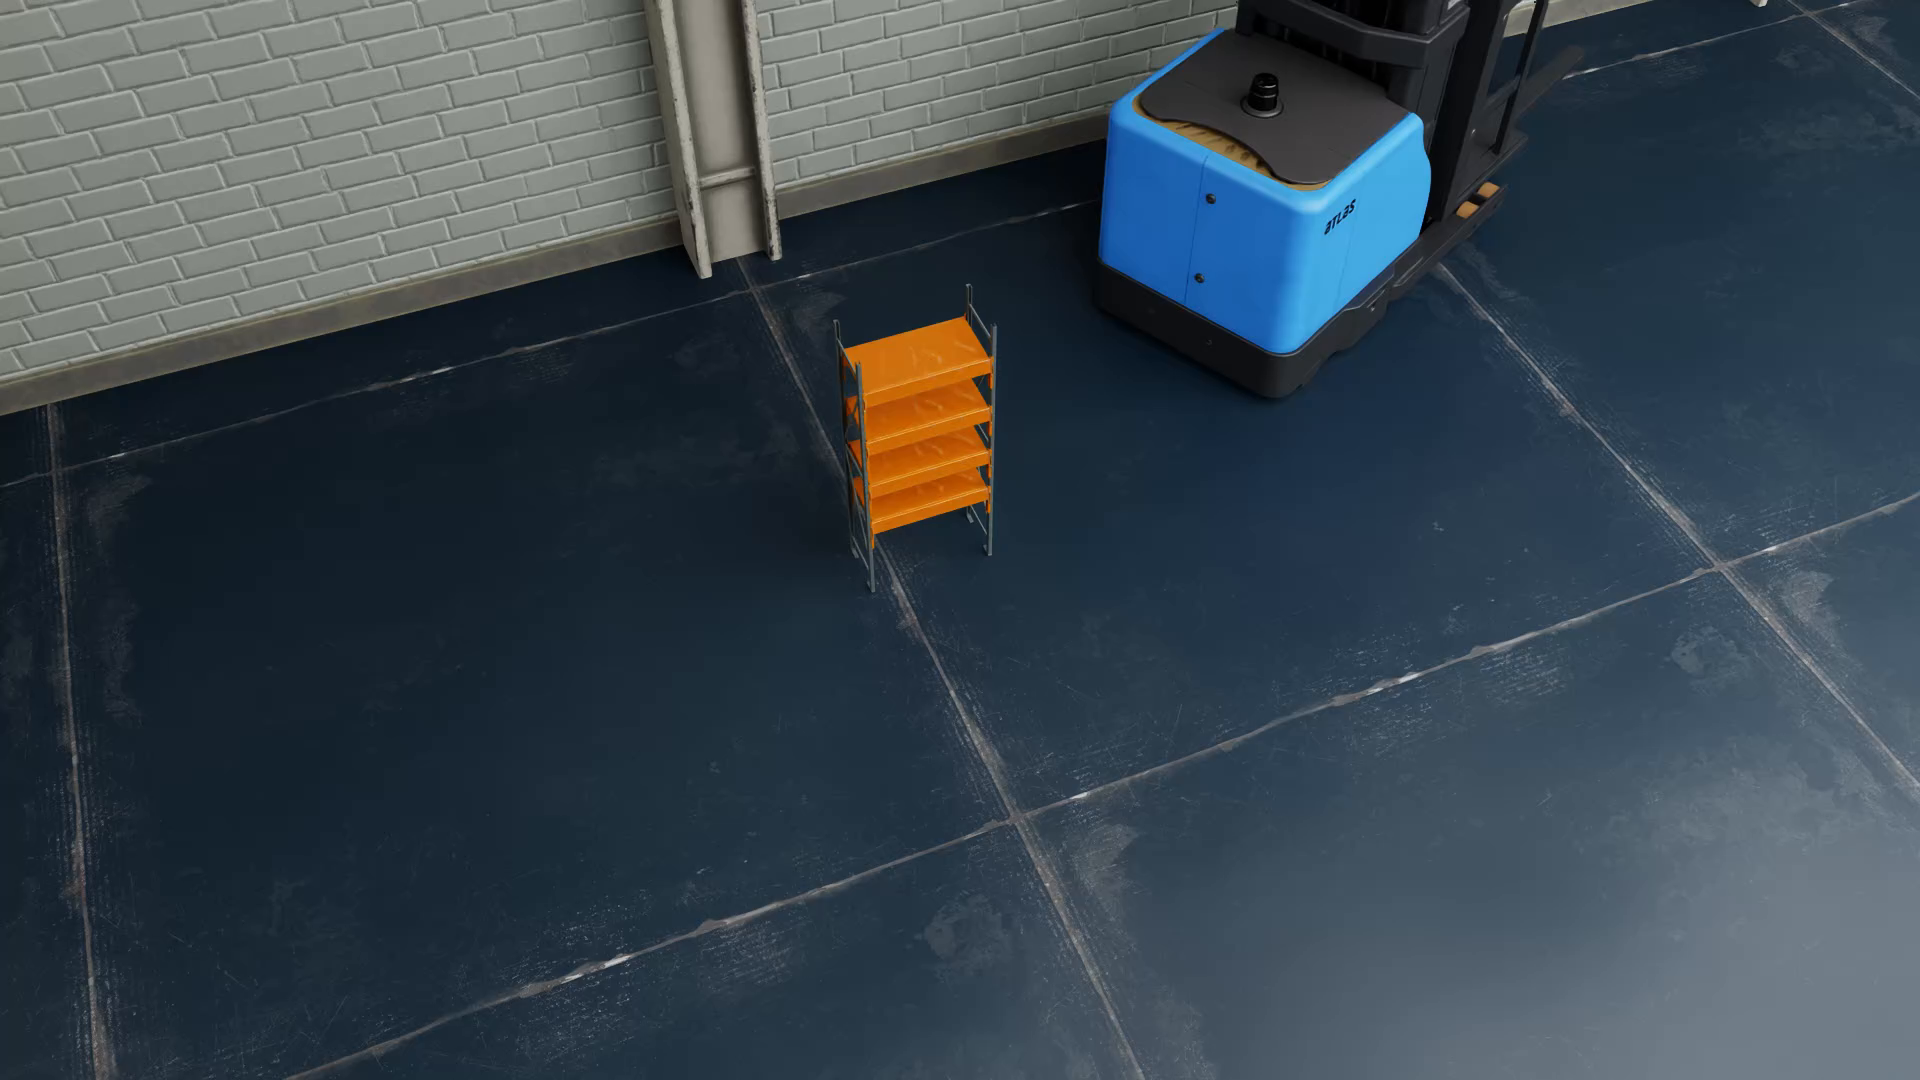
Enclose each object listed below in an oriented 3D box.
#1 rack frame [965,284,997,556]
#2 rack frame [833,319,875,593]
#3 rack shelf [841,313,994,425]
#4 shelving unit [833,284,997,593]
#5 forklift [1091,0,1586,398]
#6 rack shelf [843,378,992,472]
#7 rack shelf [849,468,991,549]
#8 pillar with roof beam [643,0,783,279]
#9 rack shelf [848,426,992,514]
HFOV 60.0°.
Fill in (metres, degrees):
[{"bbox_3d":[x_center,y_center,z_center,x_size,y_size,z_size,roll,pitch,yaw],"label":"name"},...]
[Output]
[{"bbox_3d":[0.073,-0.413,6.155,0.015,1.200,0.240,-17,52,-14],"label":"rack frame"},{"bbox_3d":[-0.379,-0.273,6.035,0.015,1.200,0.240,-17,52,-14],"label":"rack frame"},{"bbox_3d":[-0.153,-0.599,5.797,0.480,0.148,0.258,-17,52,-14],"label":"rack shelf"},{"bbox_3d":[-0.153,-0.343,6.095,0.503,1.200,0.258,-17,52,-14],"label":"shelving unit"},{"bbox_3d":[1.932,-2.601,6.893,1.130,2.935,3.031,33,57,25],"label":"forklift"},{"bbox_3d":[-0.153,-0.445,5.976,0.480,0.148,0.258,-17,52,-14],"label":"rack shelf"},{"bbox_3d":[-0.153,-0.170,6.296,0.480,0.148,0.258,-17,52,-14],"label":"rack shelf"},{"bbox_3d":[0.564,-1.268,1.748,0.400,9.000,9.100,-17,52,-14],"label":"pillar with roof beam"},{"bbox_3d":[-0.153,-0.300,6.146,0.480,0.148,0.258,-17,52,-14],"label":"rack shelf"}]
